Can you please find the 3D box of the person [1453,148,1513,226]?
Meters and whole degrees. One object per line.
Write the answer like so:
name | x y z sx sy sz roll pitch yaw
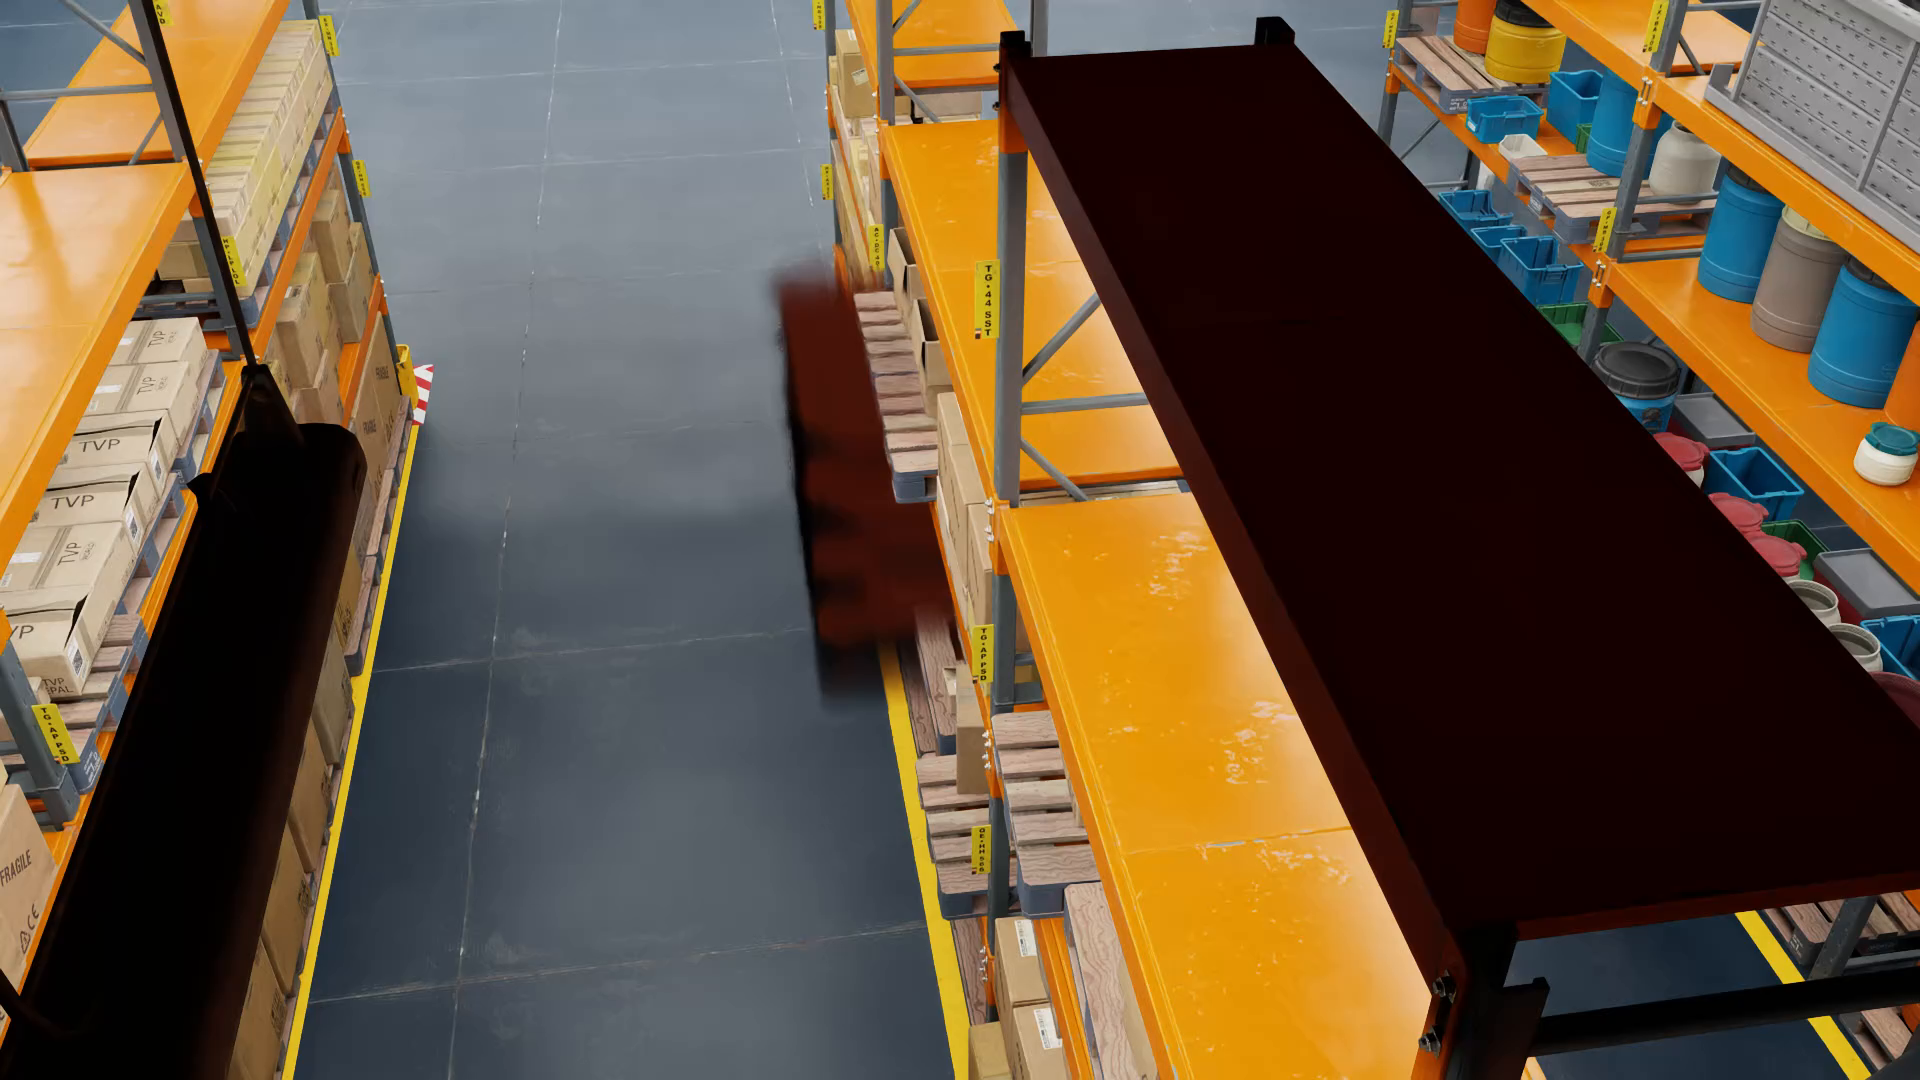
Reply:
person | 5.465 -3.798 17.223 0.914 1.613 0.488 12 38 16
